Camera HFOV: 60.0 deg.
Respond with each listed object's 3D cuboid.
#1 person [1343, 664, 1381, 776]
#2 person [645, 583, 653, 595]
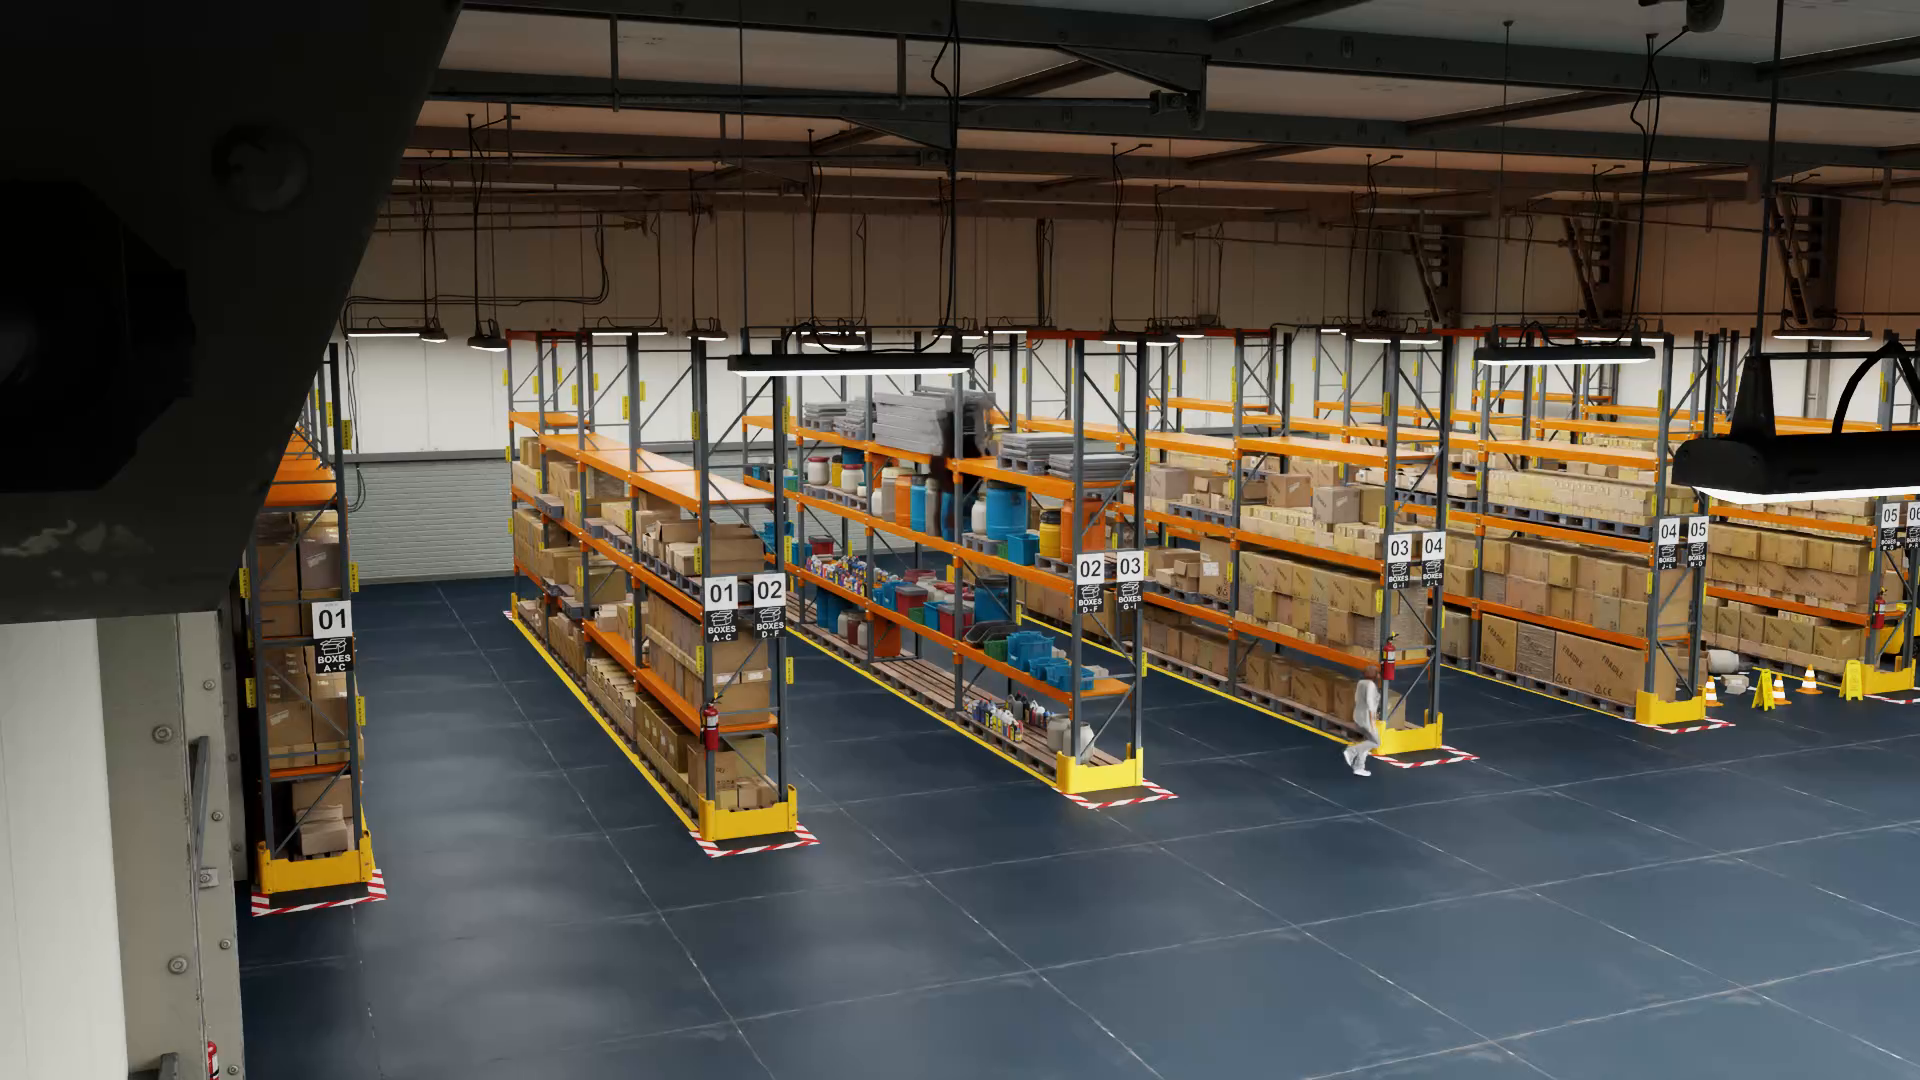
[{"bbox_3d":[5.541,2.479,22.849,0.531,1.550,0.554,-1,8,-5],"label":"person"},{"bbox_3d":[-6.371,0.891,33.620,0.667,1.810,0.883,-4,9,-25],"label":"person"}]
